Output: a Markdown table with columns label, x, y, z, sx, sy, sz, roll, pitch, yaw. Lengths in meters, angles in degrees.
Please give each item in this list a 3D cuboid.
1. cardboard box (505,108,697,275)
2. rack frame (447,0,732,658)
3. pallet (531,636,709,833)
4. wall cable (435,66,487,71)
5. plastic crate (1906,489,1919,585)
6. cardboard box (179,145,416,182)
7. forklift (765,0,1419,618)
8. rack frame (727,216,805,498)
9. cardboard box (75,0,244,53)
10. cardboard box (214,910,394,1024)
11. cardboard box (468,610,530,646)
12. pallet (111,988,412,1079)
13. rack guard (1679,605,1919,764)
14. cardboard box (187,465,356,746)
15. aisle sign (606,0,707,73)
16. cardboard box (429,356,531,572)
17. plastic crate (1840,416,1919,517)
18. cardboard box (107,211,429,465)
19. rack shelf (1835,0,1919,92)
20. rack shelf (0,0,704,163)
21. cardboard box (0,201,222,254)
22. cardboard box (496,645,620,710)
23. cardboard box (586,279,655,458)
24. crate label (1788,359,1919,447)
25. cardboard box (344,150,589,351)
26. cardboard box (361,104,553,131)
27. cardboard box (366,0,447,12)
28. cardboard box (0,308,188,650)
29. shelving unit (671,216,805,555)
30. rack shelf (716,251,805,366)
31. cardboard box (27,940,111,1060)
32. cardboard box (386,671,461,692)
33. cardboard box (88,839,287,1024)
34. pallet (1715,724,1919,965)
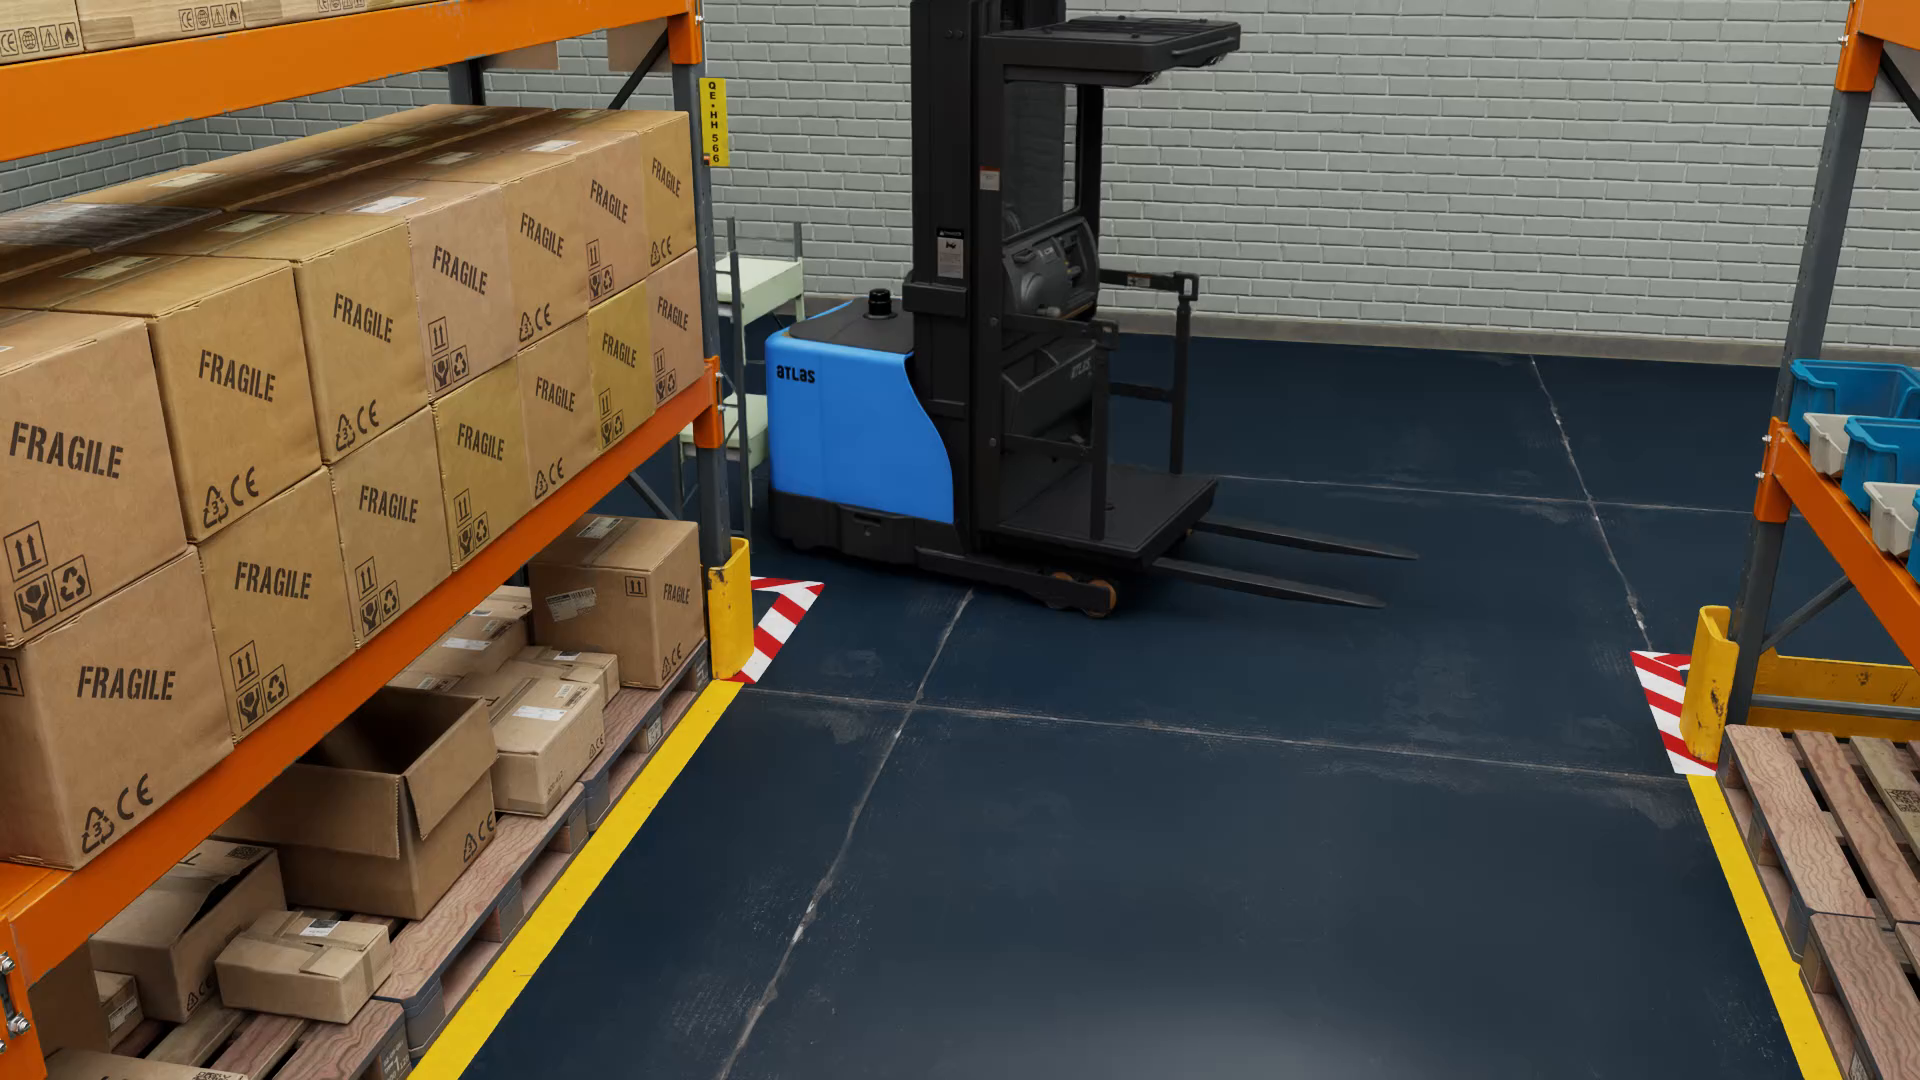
| label | x | y | z | sx | sy | sz | roll | pitch | yaw |
| --- | --- | --- | --- | --- | --- | --- | --- | --- | --- |
| cardboard box | -1.288 | -1.269 | 6.016 | 0.500 | 0.500 | 0.500 | 4 | 22 | 10 |
| rack frame | -1.466 | -0.942 | 6.678 | 1.000 | 3.000 | 0.127 | 4 | 22 | 11 |
| pallet | -1.643 | 0.671 | 6.406 | 1.003 | 0.211 | 1.213 | 4 | 22 | 11 |
| wall cable | -4.812 | -4.702 | 12.140 | 3.097 | 2.526 | 0.112 | 4 | 22 | 11 |
| plastic crate | 2.741 | 0.033 | 4.399 | 0.416 | 0.233 | 0.300 | 4 | 22 | 11 |
| cardboard box | -2.021 | -0.936 | 5.190 | 0.500 | 0.500 | 0.500 | 5 | 22 | 12 |
| forklift | 0.602 | -1.237 | 7.501 | 3.031 | 2.935 | 1.130 | 11 | 24 | 25 |
| rack frame | -0.983 | -0.911 | 8.608 | 0.400 | 1.500 | 0.023 | 7 | 23 | 17 |
| cardboard box | -1.835 | -1.143 | 3.361 | 0.500 | 0.250 | 0.500 | 4 | 22 | 11 |
| cardboard box | -1.818 | 1.177 | 4.620 | 0.380 | 0.166 | 0.250 | 4 | 22 | 11 |
| cardboard box | -1.939 | 0.386 | 6.583 | 0.380 | 0.166 | 0.250 | 4 | 22 | 11 |
| pallet | -2.141 | 1.563 | 4.190 | 1.003 | 0.211 | 1.213 | 4 | 22 | 11 |
| rack guard | 3.374 | 0.587 | 6.228 | 1.175 | 0.500 | 0.348 | 4 | 22 | 11 |
| cardboard box | -1.810 | 0.121 | 3.903 | 0.500 | 0.500 | 0.500 | 5 | 22 | 12 |
| aisle sign | -1.152 | -2.150 | 6.196 | 0.394 | 0.787 | 0.004 | 4 | 22 | 11 |
| cardboard box | -1.604 | -0.248 | 4.819 | 0.500 | 0.500 | 0.500 | 4 | 22 | 10 |
| plastic crate | 2.875 | -0.207 | 4.997 | 0.416 | 0.233 | 0.300 | 4 | 22 | 11 |
| cardboard box | -1.700 | -0.517 | 4.150 | 0.500 | 0.500 | 0.500 | 4 | 22 | 9 |
| rack shelf | 2.974 | -0.889 | 3.495 | 1.077 | 0.370 | 4.000 | 4 | 22 | 11 |
| rack shelf | -1.874 | -1.268 | 4.436 | 1.077 | 0.370 | 4.000 | 4 | 22 | 11 |
| cardboard box | -2.228 | -0.566 | 4.271 | 0.500 | 0.500 | 0.500 | 5 | 22 | 11 |
| cardboard box | -1.507 | 0.527 | 6.234 | 0.380 | 0.166 | 0.250 | 4 | 22 | 11 |
| cardboard box | -1.393 | -0.614 | 5.729 | 0.500 | 0.500 | 0.500 | 5 | 22 | 11 |
| crate label | 3.010 | -0.448 | 5.595 | 0.416 | 0.233 | 0.303 | 4 | 22 | 11 |
| cardboard box | -1.491 | -0.894 | 5.085 | 0.500 | 0.500 | 0.500 | 5 | 22 | 12 |
| cardboard box | -1.815 | -1.310 | 6.119 | 0.500 | 0.500 | 0.500 | 5 | 23 | 13 |
| cardboard box | -1.633 | -1.508 | 4.269 | 0.500 | 0.250 | 0.500 | 4 | 22 | 11 |
| cardboard box | -1.911 | -0.140 | 3.215 | 0.500 | 0.500 | 0.500 | 5 | 22 | 12 |
| shelving unit | -1.097 | -0.781 | 8.286 | 0.431 | 1.500 | 0.755 | 7 | 23 | 17 |
| rack shelf | -1.097 | -1.143 | 8.140 | 0.431 | 0.370 | 0.720 | 7 | 23 | 17 |
| cardboard box | -2.444 | 1.246 | 4.001 | 0.500 | 0.500 | 0.500 | 4 | 22 | 11 |
| cardboard box | -2.059 | 0.672 | 5.761 | 0.500 | 0.250 | 0.500 | 4 | 22 | 11 |
| cardboard box | -2.291 | 1.060 | 4.718 | 0.500 | 0.311 | 0.500 | 4 | 22 | 11 |
| pallet | 3.176 | 1.029 | 5.516 | 1.003 | 0.211 | 1.213 | 4 | 22 | 11 |
